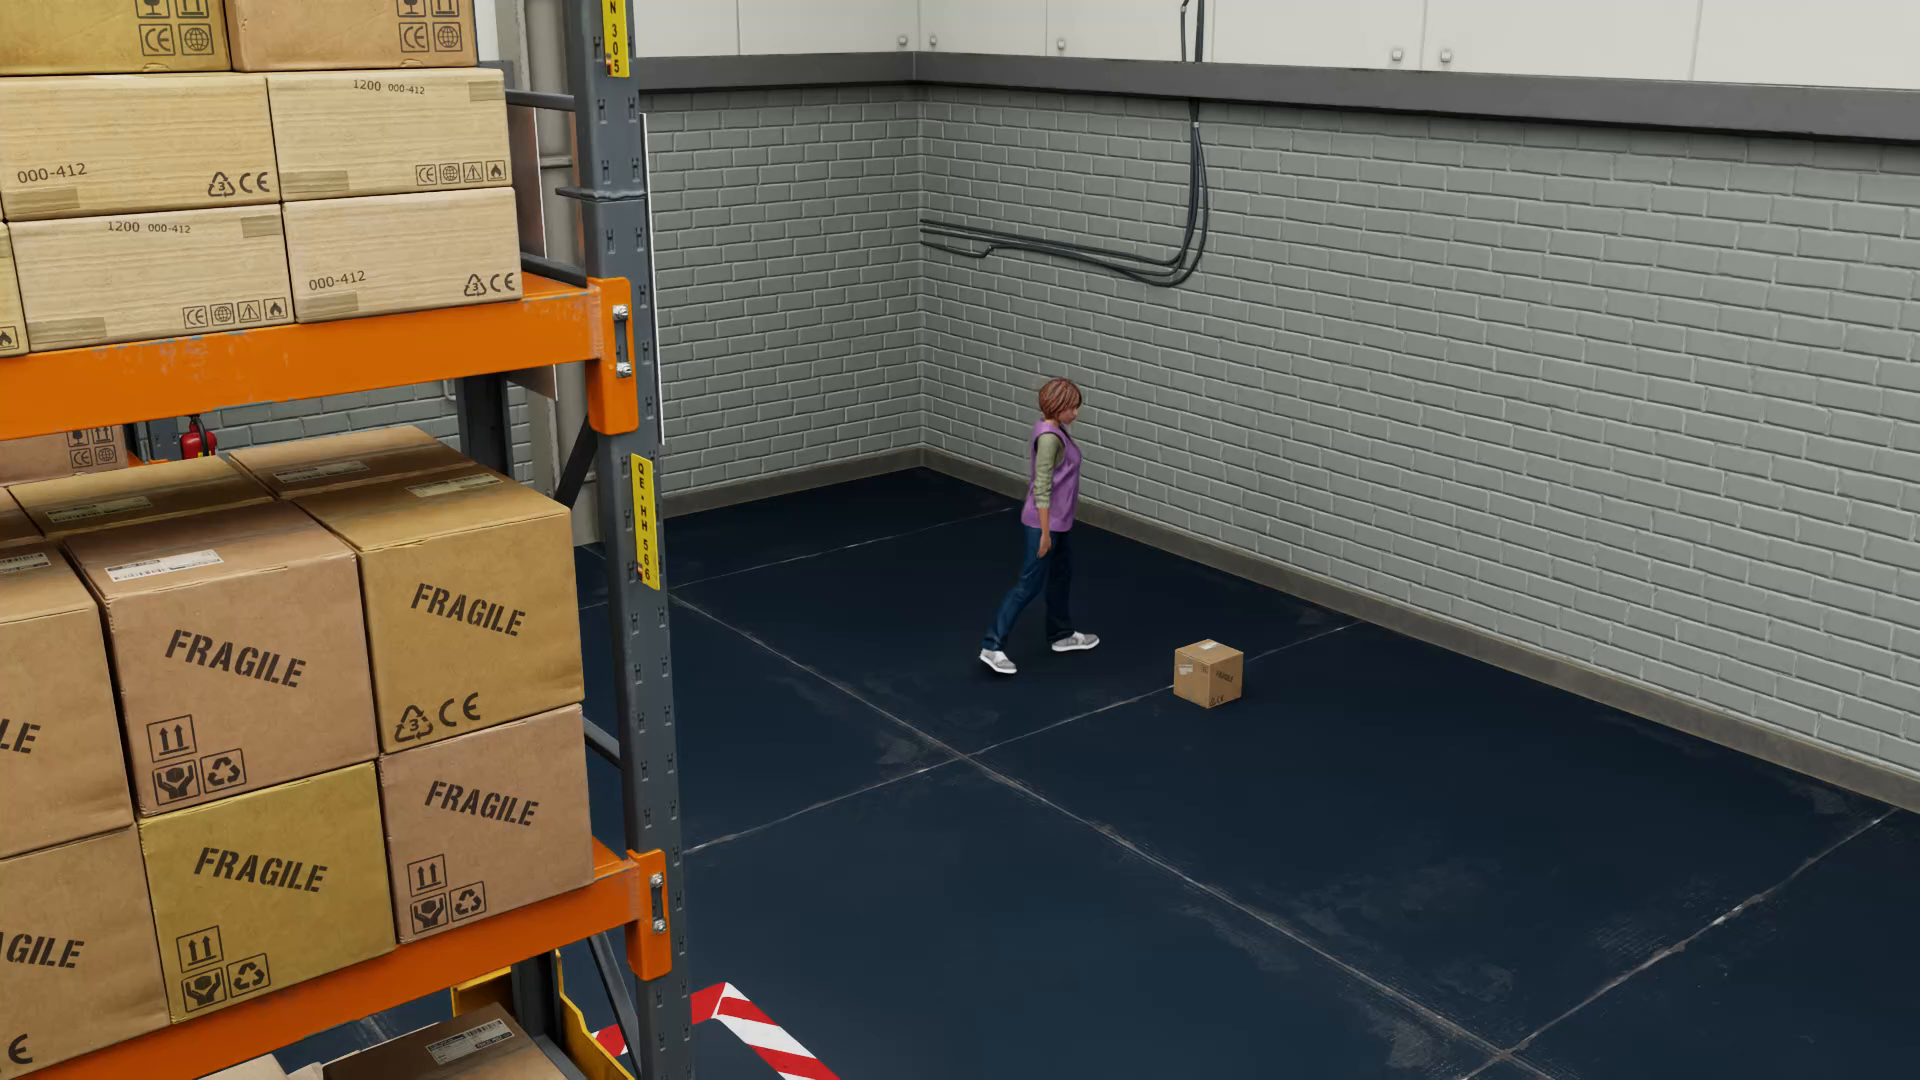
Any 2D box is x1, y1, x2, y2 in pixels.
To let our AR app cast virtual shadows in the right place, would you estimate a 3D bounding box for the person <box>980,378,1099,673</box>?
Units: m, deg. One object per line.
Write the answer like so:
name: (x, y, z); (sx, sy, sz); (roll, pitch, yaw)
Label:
person: (0.432, -0.085, 8.829); (0.620, 1.567, 0.582); (3, 18, 8)
